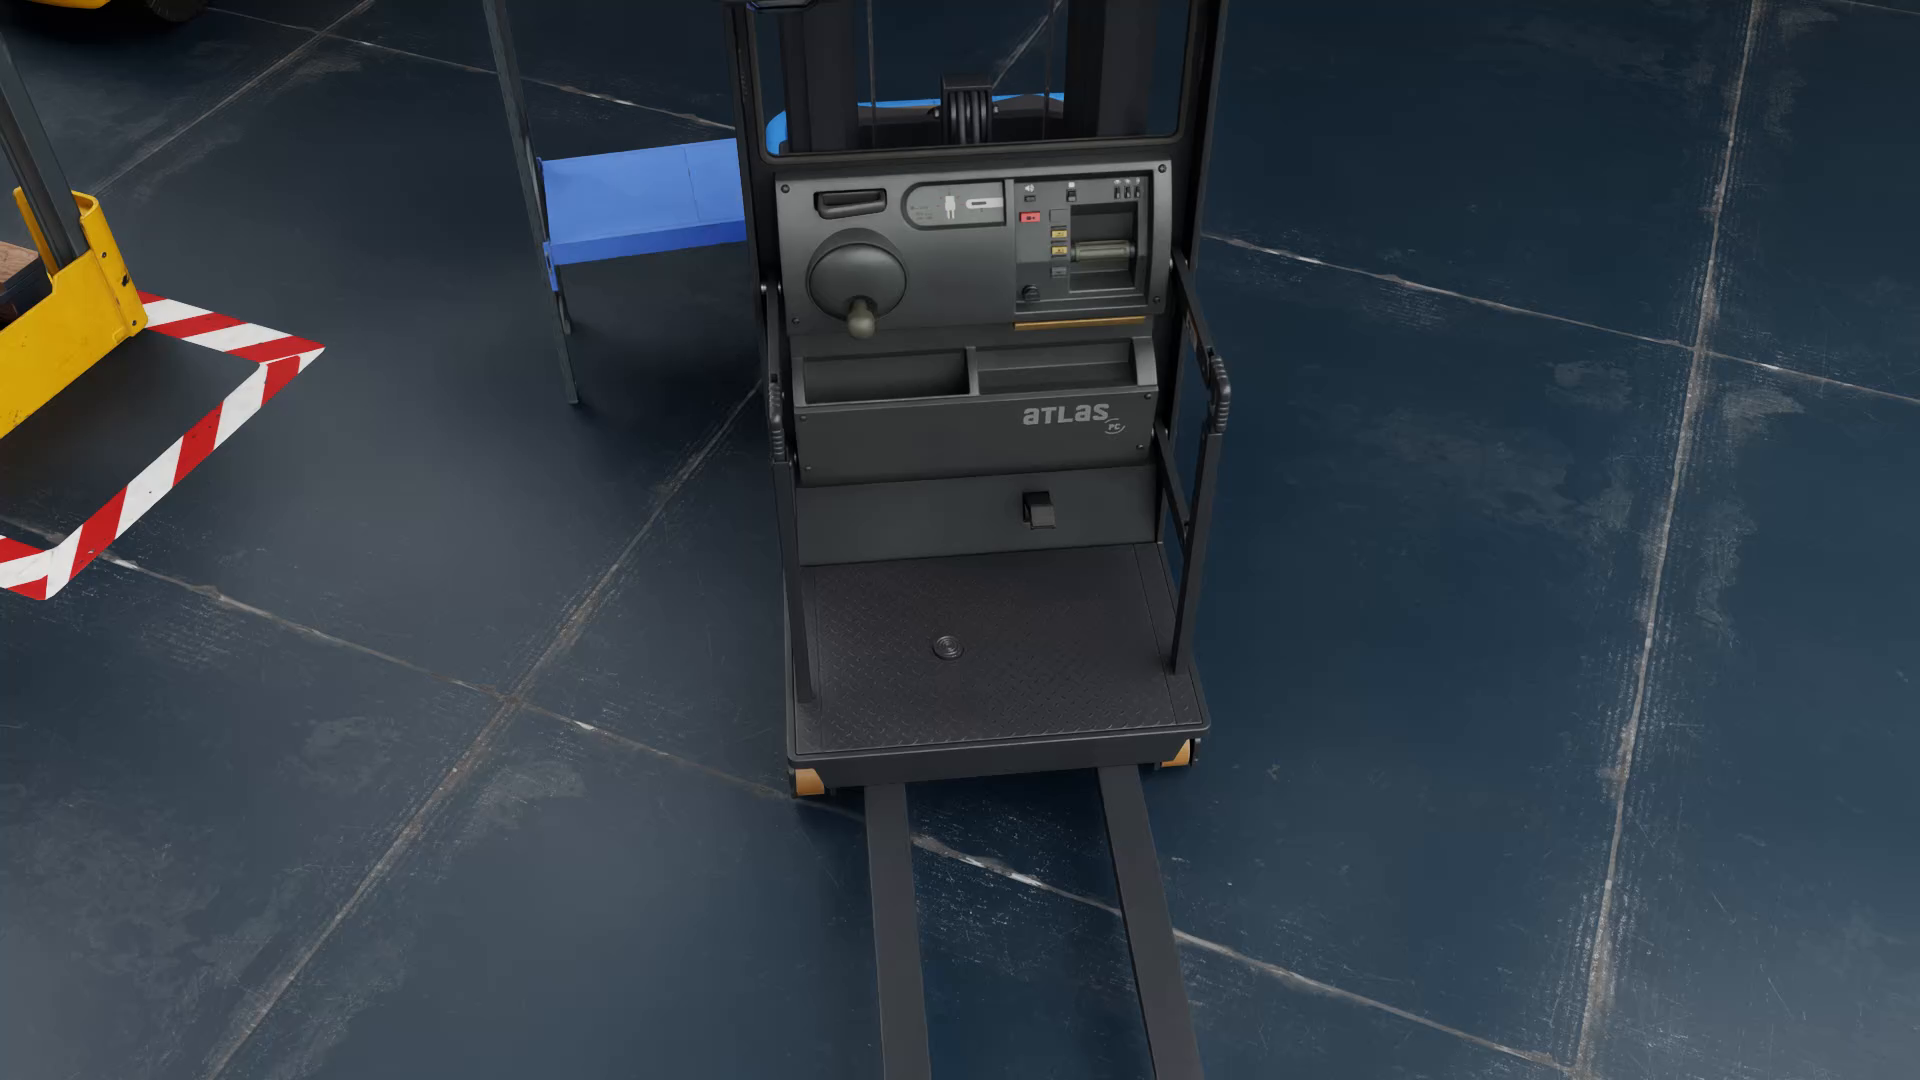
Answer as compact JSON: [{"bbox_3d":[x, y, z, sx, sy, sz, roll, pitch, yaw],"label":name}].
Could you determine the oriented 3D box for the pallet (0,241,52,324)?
[{"bbox_3d":[-4.052,-0.797,5.901,1.213,0.211,1.003,16,47,16],"label":"pallet"}]

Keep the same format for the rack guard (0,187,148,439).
[{"bbox_3d":[-3.316,-0.656,5.555,0.348,0.500,1.175,16,47,16],"label":"rack guard"}]

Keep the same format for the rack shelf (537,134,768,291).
[{"bbox_3d":[-0.890,-1.126,5.573,1.000,0.185,0.538,-9,46,-9],"label":"rack shelf"}]

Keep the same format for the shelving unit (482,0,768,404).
[{"bbox_3d":[-0.890,-1.254,5.447,1.048,1.500,0.538,-9,46,-9],"label":"shelving unit"}]

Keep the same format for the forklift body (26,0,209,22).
[{"bbox_3d":[-3.790,-3.780,7.524,1.214,2.155,2.313,16,47,16],"label":"forklift body"}]

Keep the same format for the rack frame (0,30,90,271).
[{"bbox_3d":[-3.246,-1.521,4.652,0.127,3.000,1.000,16,47,16],"label":"rack frame"}]

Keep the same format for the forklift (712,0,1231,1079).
[{"bbox_3d":[0.061,-0.600,3.775,1.130,2.935,3.031,-4,45,-4],"label":"forklift"}]

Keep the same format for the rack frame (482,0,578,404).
[{"bbox_3d":[-1.385,-1.173,5.365,0.032,1.500,0.500,-9,46,-9],"label":"rack frame"}]
